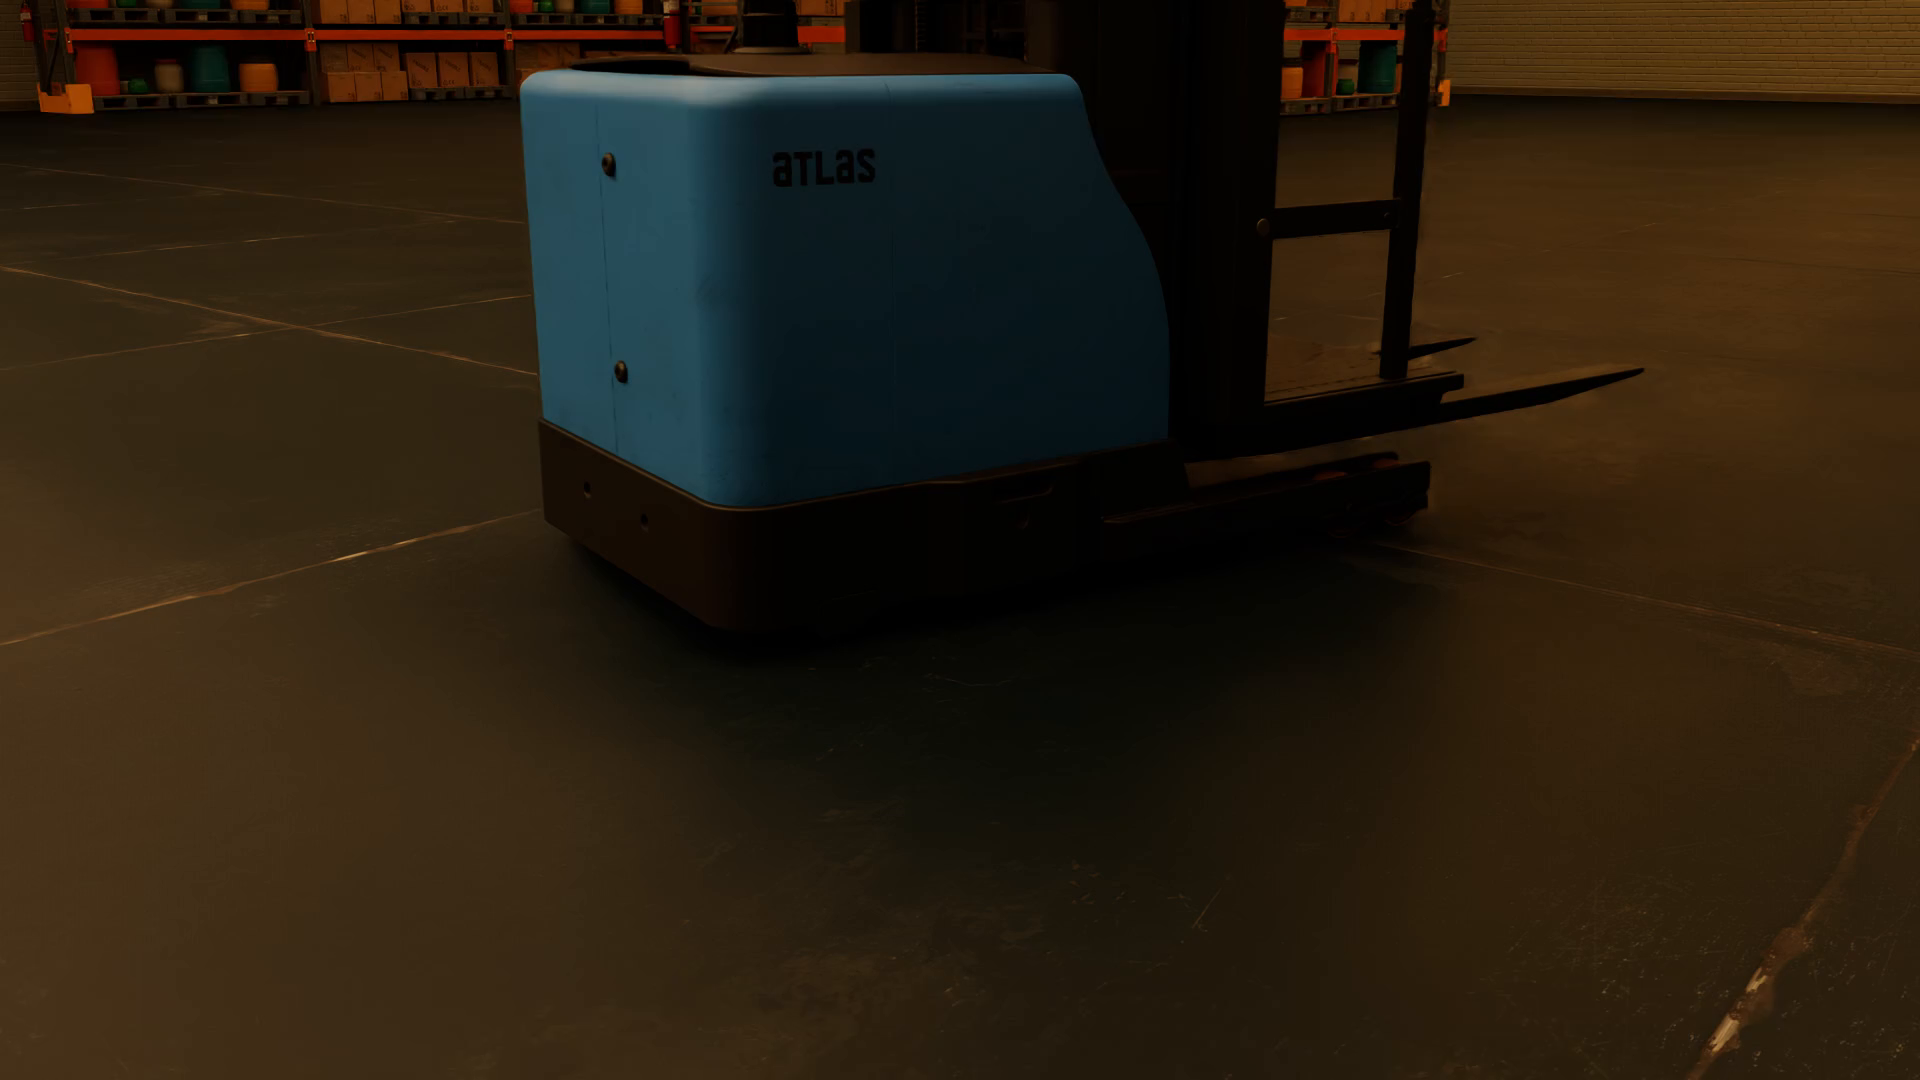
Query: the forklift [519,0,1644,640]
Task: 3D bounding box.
[{"bbox_3d":[0.539,-1.520,3.902,3.031,2.935,1.130,-11,20,-32],"label":"forklift"}]
